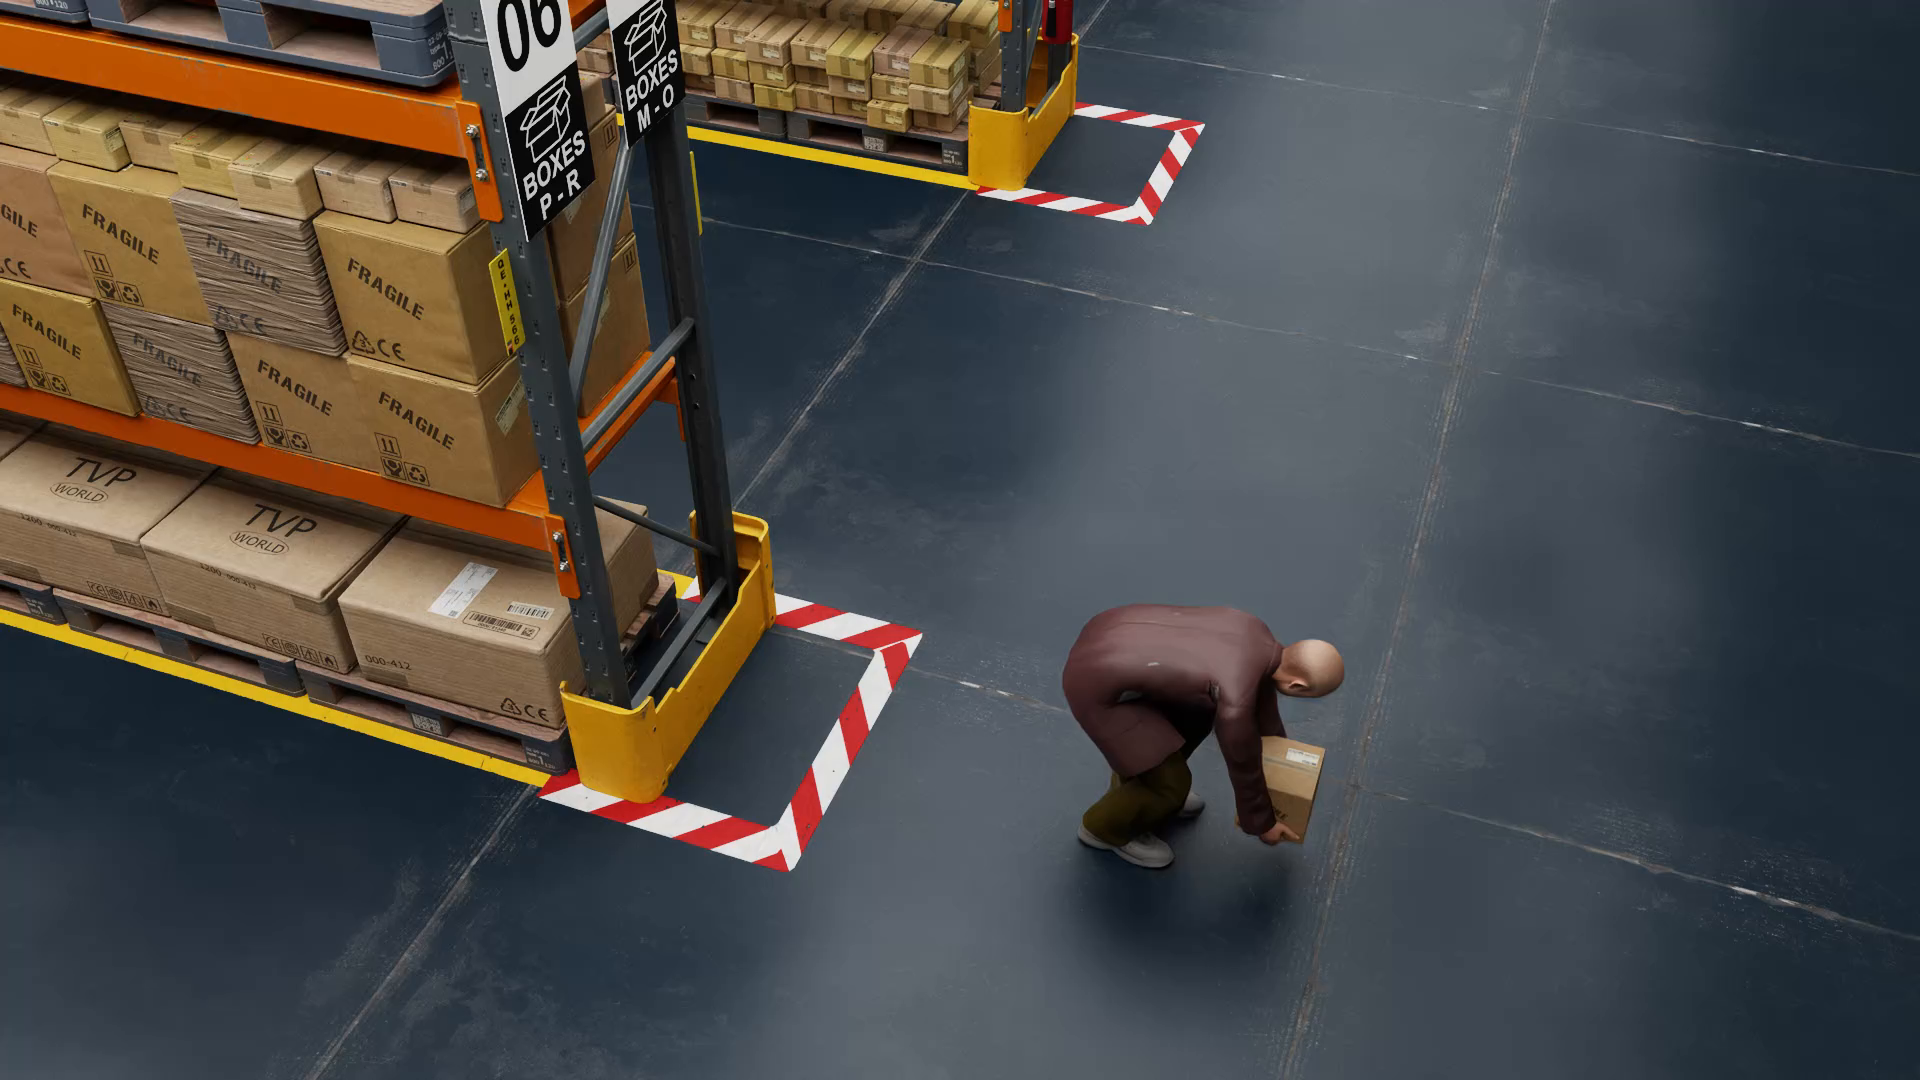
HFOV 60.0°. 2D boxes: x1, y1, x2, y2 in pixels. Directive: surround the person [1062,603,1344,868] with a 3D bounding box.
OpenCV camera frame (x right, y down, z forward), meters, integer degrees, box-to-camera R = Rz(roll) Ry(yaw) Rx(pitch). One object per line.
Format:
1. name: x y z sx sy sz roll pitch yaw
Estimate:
1. person: 0.820 0.704 5.898 0.941 1.069 0.582 12 42 13
